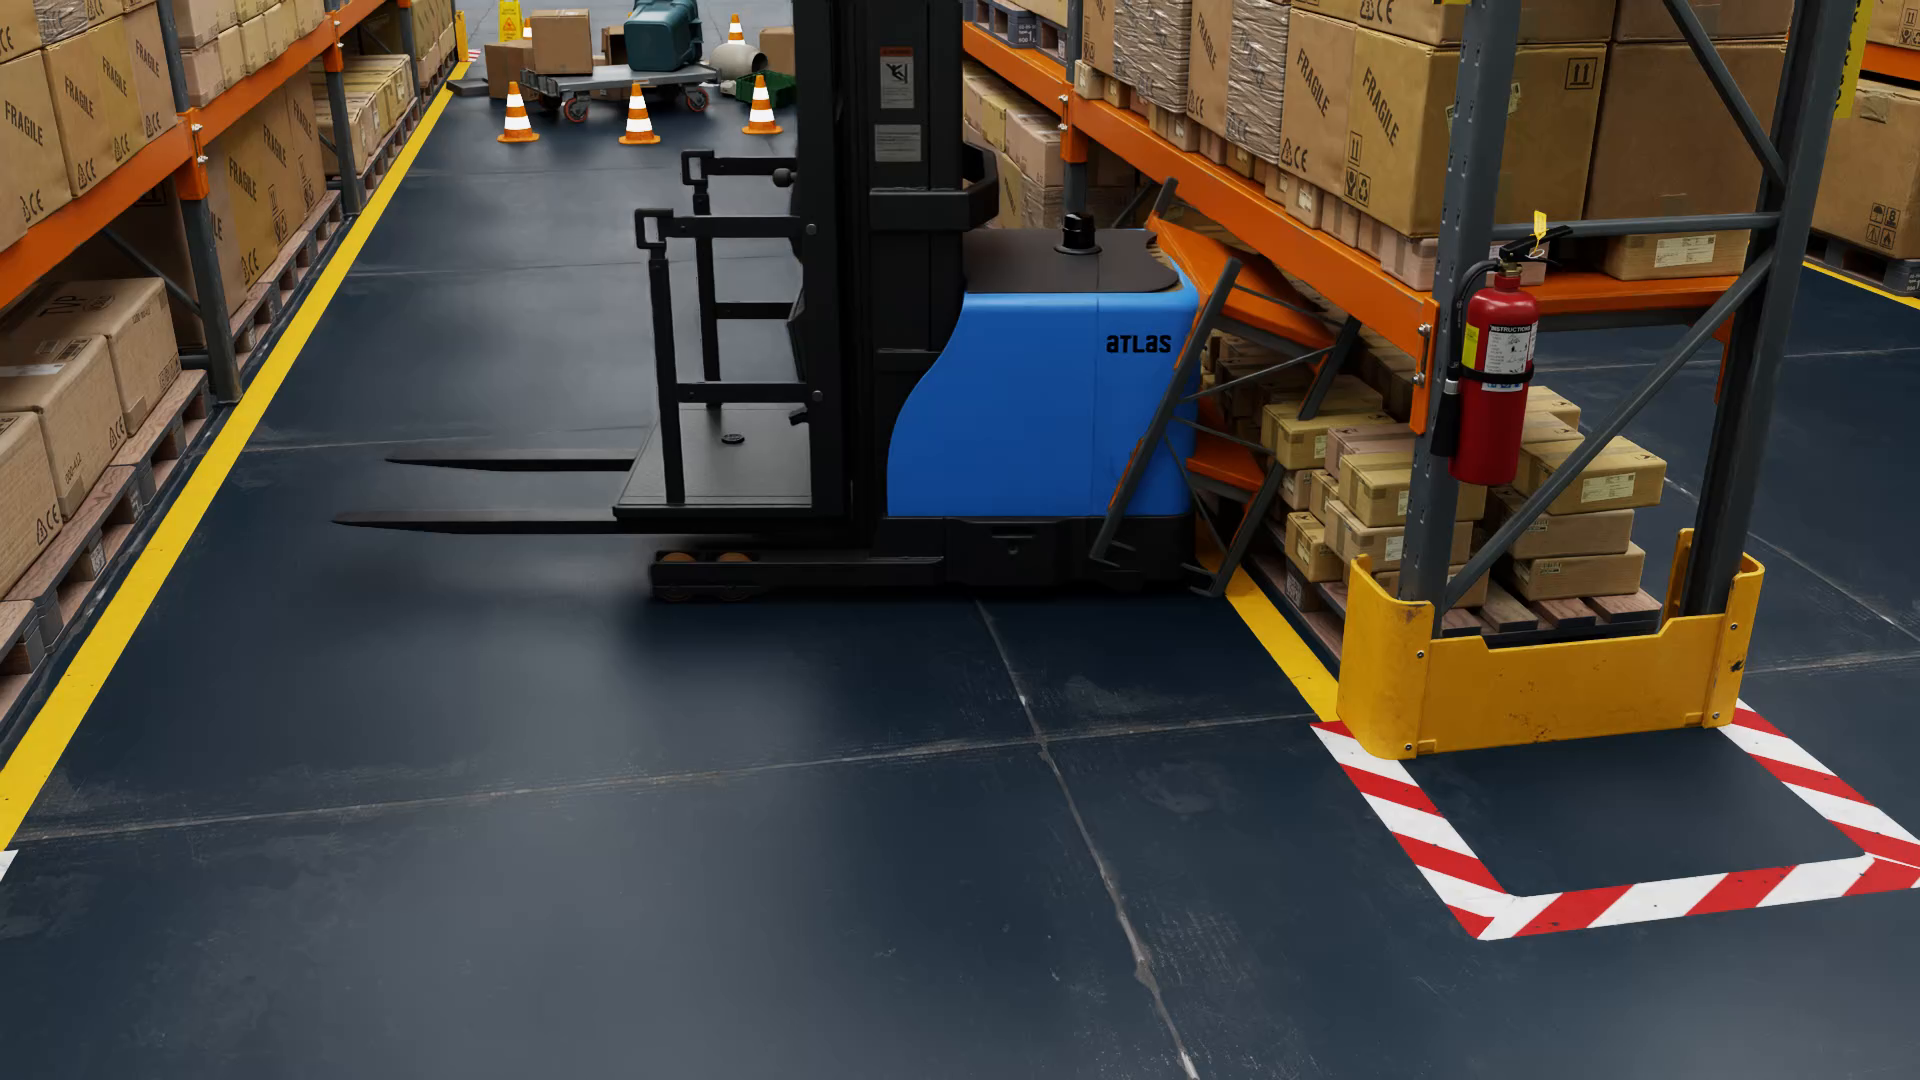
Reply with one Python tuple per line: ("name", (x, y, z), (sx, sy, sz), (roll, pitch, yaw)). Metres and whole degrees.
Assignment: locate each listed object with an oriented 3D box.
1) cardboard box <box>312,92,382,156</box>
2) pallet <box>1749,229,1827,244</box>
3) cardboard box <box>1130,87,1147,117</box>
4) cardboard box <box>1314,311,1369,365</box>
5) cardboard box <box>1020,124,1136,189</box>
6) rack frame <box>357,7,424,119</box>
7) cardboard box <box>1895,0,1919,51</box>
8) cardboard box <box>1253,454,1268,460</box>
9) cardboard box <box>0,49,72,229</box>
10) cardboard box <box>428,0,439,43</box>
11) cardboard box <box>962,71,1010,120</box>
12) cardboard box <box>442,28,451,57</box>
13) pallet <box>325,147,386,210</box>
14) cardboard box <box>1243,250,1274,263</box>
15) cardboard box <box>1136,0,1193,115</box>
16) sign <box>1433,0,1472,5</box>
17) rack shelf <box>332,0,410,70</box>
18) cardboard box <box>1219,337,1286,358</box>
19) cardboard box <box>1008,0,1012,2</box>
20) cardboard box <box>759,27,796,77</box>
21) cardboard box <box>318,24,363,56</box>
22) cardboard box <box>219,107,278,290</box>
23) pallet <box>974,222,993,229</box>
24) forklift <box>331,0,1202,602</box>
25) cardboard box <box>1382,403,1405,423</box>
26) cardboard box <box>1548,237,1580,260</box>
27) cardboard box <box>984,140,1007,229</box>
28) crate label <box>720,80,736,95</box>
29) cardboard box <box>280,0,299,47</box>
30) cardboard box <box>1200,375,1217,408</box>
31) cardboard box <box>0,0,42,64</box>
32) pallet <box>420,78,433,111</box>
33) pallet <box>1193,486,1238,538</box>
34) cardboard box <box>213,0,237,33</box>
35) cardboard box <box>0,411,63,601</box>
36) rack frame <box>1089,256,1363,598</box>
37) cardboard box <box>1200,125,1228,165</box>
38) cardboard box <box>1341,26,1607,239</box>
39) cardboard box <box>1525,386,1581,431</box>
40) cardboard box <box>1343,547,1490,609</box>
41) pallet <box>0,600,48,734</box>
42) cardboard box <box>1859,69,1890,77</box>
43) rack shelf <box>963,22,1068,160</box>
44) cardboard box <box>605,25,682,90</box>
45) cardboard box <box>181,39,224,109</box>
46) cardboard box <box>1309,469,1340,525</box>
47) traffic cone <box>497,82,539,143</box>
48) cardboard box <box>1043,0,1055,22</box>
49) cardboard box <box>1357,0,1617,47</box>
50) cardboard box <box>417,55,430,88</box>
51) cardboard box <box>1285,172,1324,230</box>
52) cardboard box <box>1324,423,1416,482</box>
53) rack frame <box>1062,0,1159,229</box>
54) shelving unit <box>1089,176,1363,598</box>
("cardboard box", (-4.813, -3.058, 12.261), (0.950, 0.372, 0.625), (-5, 24, -11))
("pallet", (5.459, -2.218, 11.064), (1.003, 0.211, 1.213), (-4, 24, -10))
("cardboard box", (0.964, -1.942, 7.262), (0.380, 0.149, 0.250), (-5, 24, -12))
("cardboard box", (1.585, -0.814, 6.660), (0.380, 0.149, 0.250), (-4, 24, -10))
("cardboard box", (0.626, -2.054, 8.867), (0.500, 0.250, 0.500), (-5, 24, -11))
("rack frame", (-5.314, -5.130, 14.248), (1.000, 3.000, 0.127), (-4, 24, -10))
("cardboard box", (5.550, -2.926, 9.078), (0.500, 0.500, 0.500), (-4, 24, -10))
("cardboard box", (1.171, -0.289, 6.202), (0.380, 0.149, 0.250), (-5, 24, -12))
("cardboard box", (-3.207, -1.260, 5.262), (0.500, 0.500, 0.500), (-4, 24, -8))
("cardboard box", (-5.362, -5.072, 16.089), (0.500, 0.500, 0.500), (-3, 24, -7))
("cardboard box", (0.256, -2.865, 10.723), (0.500, 0.250, 0.500), (-5, 24, -10))
("cardboard box", (-5.551, -5.133, 17.167), (0.500, 0.250, 0.500), (-4, 24, -10))
("pallet", (-4.717, -2.586, 11.908), (1.003, 0.211, 1.213), (-4, 24, -10))
("cardboard box", (1.473, -1.232, 7.618), (0.380, 0.149, 0.250), (-5, 24, -10))
("cardboard box", (1.012, -1.963, 6.501), (0.500, 0.500, 0.500), (-5, 24, -11))
("sign", (1.202, -1.458, 4.000), (0.100, 0.325, 0.005), (-4, 24, -10))
("rack shelf", (-4.944, -4.014, 12.591), (1.077, 0.370, 4.000), (-4, 24, -10))
("cardboard box", (1.212, -0.680, 6.352), (0.380, 0.149, 0.250), (-5, 24, -12))
("cardboard box", (0.450, -3.225, 9.676), (0.380, 0.149, 0.250), (-5, 24, -11))
("cardboard box", (-1.763, -4.926, 16.902), (0.500, 0.500, 0.500), (0, 24, -1))
("cardboard box", (-5.687, -4.619, 15.052), (0.500, 0.500, 0.500), (-5, 24, -10))
("cardboard box", (-4.202, -1.795, 8.742), (0.875, 0.875, 0.875), (-4, 24, -8))
("pallet", (0.637, -1.899, 10.333), (1.003, 0.211, 1.213), (-4, 24, -10))
("forklift", (-0.702, -1.342, 5.661), (3.031, 2.935, 1.130), (0, 24, 0))
("cardboard box", (1.696, -0.471, 6.247), (0.380, 0.149, 0.250), (-5, 24, -12))
("cardboard box", (1.926, -0.950, 4.991), (0.380, 0.149, 0.250), (-3, 24, -8))
("cardboard box", (0.442, -2.113, 9.938), (0.500, 0.500, 0.500), (-5, 24, -11))
("crate label", (-2.166, -4.369, 16.082), (0.250, 0.136, 0.298), (18, 29, 36))
("cardboard box", (-4.038, -2.909, 9.351), (0.500, 0.250, 0.500), (-5, 24, -10))
("cardboard box", (1.138, -0.534, 6.391), (0.380, 0.149, 0.250), (-3, 24, -7))
("cardboard box", (-3.202, -1.725, 5.077), (0.500, 0.500, 0.500), (-4, 24, -10))
("pallet", (-5.472, -4.114, 15.405), (1.003, 0.211, 1.213), (-4, 24, -10))
("pallet", (1.400, -0.369, 6.831), (1.003, 0.211, 1.213), (-4, 24, -10))
("cardboard box", (-3.762, -2.541, 7.882), (0.500, 0.250, 0.500), (-4, 24, -9))
("cardboard box", (-3.492, -0.040, 5.270), (0.875, 0.438, 0.875), (-4, 24, -8))
("rack frame", (0.880, -0.344, 5.536), (0.500, 1.125, 0.032), (18, 24, -14))
("cardboard box", (1.129, -1.522, 6.302), (0.380, 0.149, 0.250), (-3, 24, -8))
("cardboard box", (1.415, -1.156, 4.652), (0.500, 0.500, 0.500), (-4, 24, -9))
("cardboard box", (1.899, -0.414, 5.744), (0.380, 0.149, 0.250), (-4, 24, -10))
("cardboard box", (1.449, 0.106, 5.296), (0.380, 0.149, 0.250), (-4, 24, -9))
("pallet", (-3.319, 0.559, 4.706), (1.003, 0.211, 1.213), (-4, 24, -10))
("cardboard box", (5.601, -2.537, 10.442), (1.225, 0.875, 0.875), (-5, 24, -12))
("rack shelf", (0.642, -2.846, 9.918), (1.077, 0.370, 4.000), (-4, 24, -10))
("cardboard box", (-3.059, -4.751, 16.329), (0.797, 0.637, 0.503), (-4, 24, -10))
("cardboard box", (-3.656, -2.107, 7.514), (0.500, 0.250, 0.500), (-5, 24, -11))
("cardboard box", (1.378, -0.132, 5.469), (0.380, 0.149, 0.250), (-5, 24, -11))
("traffic cone", (-3.708, -3.583, 13.876), (0.336, 0.463, 0.334), (-4, 24, -10))
("cardboard box", (0.651, -2.809, 8.722), (0.380, 0.149, 0.250), (-4, 24, -10))
("cardboard box", (1.422, -1.618, 4.461), (0.500, 0.500, 0.500), (-5, 24, -11))
("cardboard box", (-5.157, -4.314, 15.292), (0.500, 0.250, 0.500), (-5, 24, -12))
("cardboard box", (1.273, -1.105, 5.346), (0.380, 0.149, 0.250), (-4, 24, -8))
("cardboard box", (1.414, -0.267, 5.408), (0.380, 0.149, 0.250), (-4, 24, -9))
("rack frame", (1.012, -2.389, 7.973), (1.000, 3.000, 0.127), (-4, 24, -10))
("shelving unit", (0.838, -0.572, 5.989), (0.538, 1.125, 1.048), (18, 24, -14))
